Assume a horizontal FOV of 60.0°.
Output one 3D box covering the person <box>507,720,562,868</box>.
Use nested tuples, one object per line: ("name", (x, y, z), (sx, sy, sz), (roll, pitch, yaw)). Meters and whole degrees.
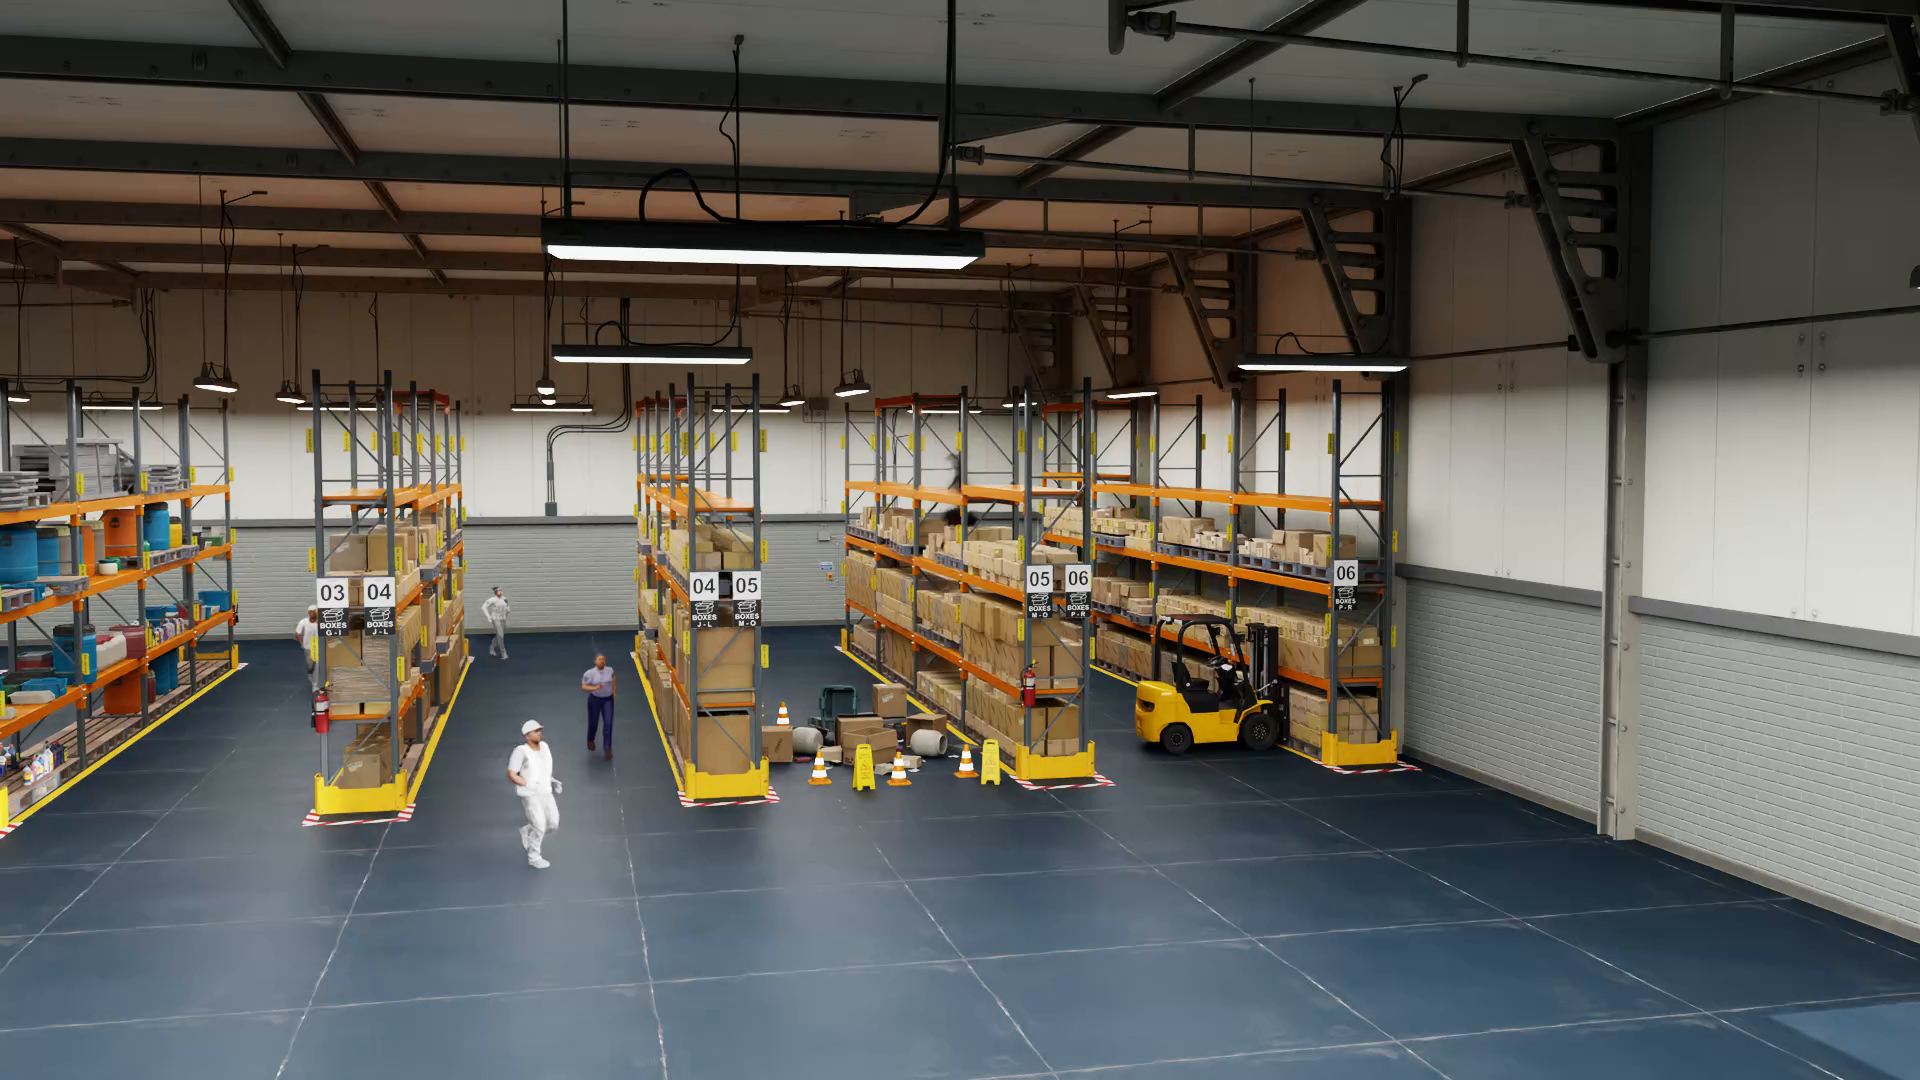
("person", (-5.058, 3.001, 19.717), (0.603, 1.737, 0.685), (2, 4, 29))

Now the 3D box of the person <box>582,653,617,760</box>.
("person", (-5.763, 2.627, 26.598), (0.598, 1.639, 0.933), (-2, 4, -25))

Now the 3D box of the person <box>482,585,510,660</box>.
("person", (-10.776, 1.908, 38.892), (0.809, 1.728, 0.627), (2, 4, 33))

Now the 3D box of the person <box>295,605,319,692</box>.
("person", (-13.147, 2.197, 33.859), (0.708, 1.765, 0.824), (-1, 4, -23))
